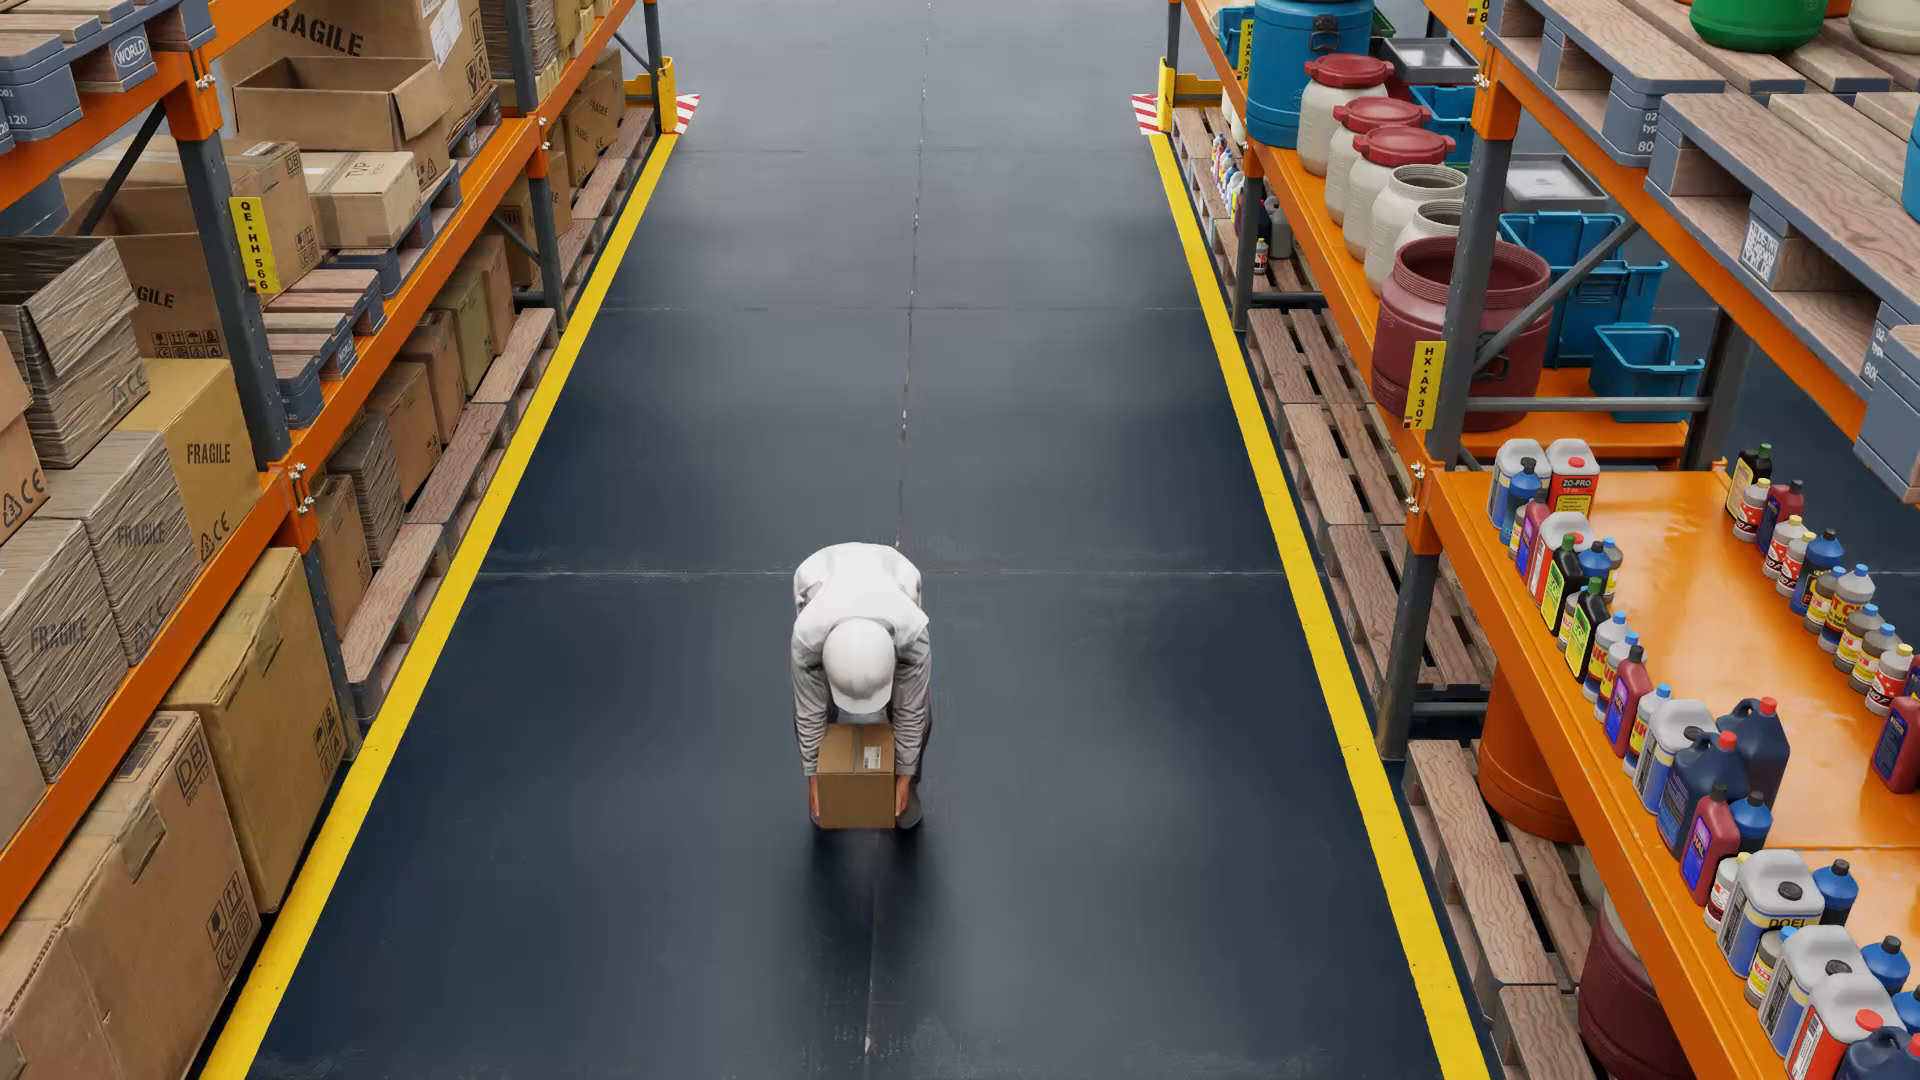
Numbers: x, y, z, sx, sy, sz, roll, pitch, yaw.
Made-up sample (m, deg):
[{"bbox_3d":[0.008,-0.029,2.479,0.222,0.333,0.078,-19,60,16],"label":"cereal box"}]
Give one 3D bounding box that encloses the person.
[{"bbox_3d":[-0.336,0.586,5.697,0.488,1.201,0.981,-1,31,-2],"label":"person"}]
